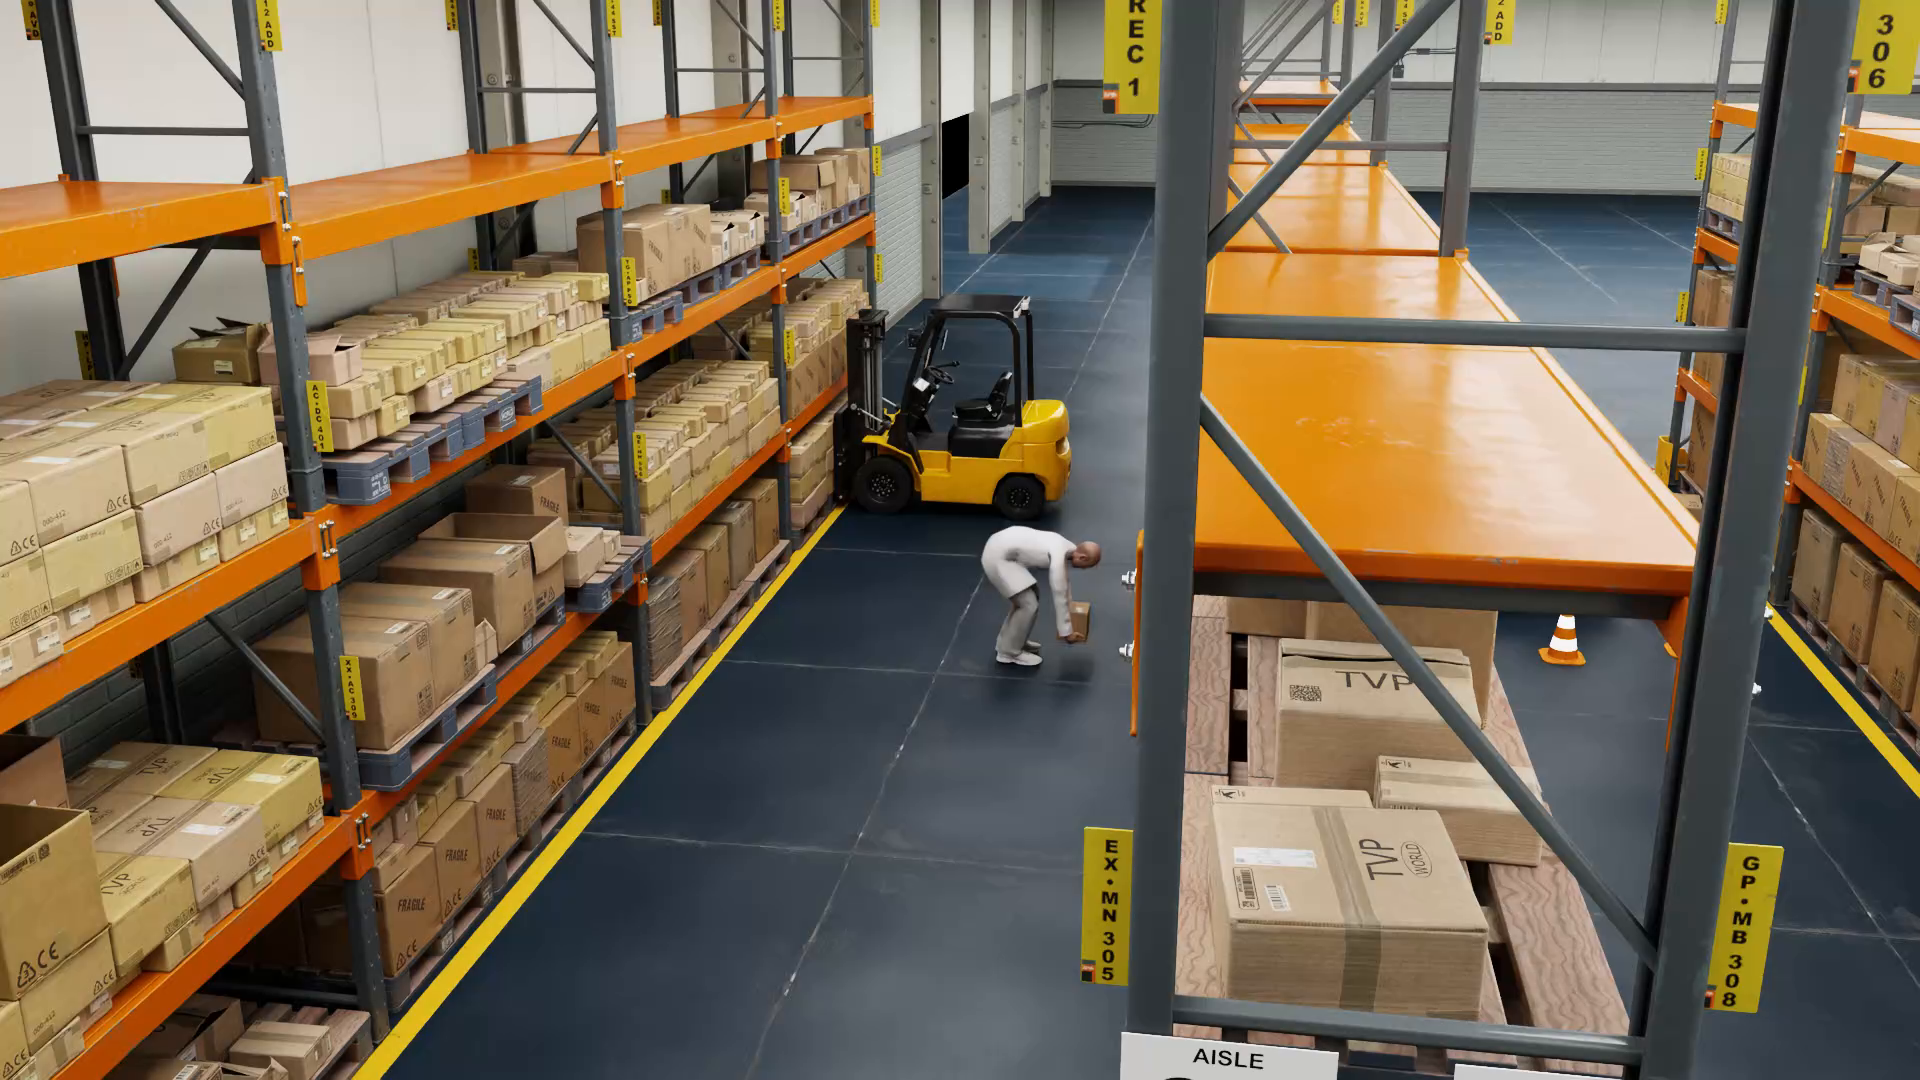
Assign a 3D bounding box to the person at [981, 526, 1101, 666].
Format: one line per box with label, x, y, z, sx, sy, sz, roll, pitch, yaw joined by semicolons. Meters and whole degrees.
person;0.648;0.454;13.335;0.950;1.066;0.573;2;18;6
